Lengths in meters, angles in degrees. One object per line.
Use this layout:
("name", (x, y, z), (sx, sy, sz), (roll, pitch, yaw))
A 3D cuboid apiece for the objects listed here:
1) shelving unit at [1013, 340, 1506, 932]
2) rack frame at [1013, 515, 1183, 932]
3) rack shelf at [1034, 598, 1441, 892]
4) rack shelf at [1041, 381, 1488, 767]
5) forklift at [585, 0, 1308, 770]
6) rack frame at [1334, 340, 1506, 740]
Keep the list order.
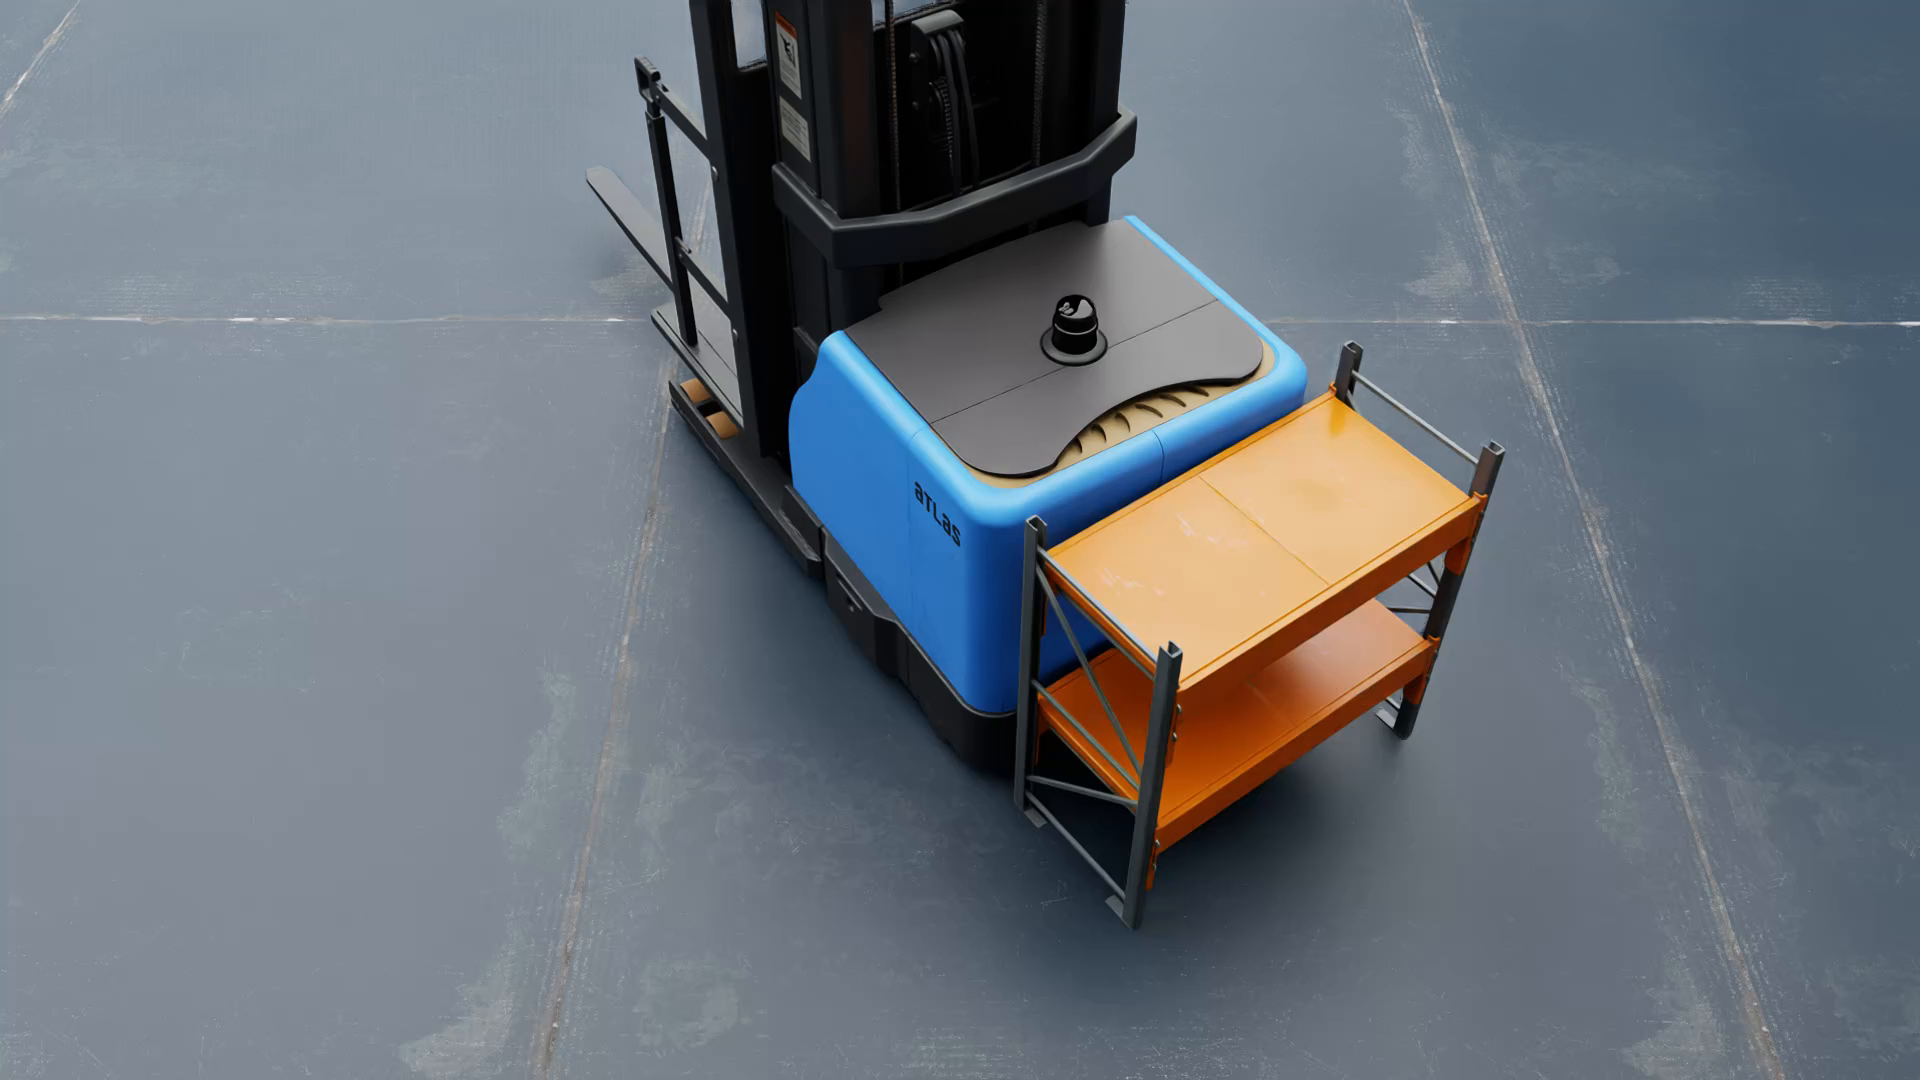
("shelving unit", (0.716, 0.255, 4.244), (1.048, 1.125, 0.538), (-29, 53, -24))
("rack frame", (0.309, 0.478, 4.037), (0.032, 1.125, 0.500), (-29, 53, -24))
("rack shelf", (0.716, 0.421, 4.423), (1.000, 0.278, 0.538), (-29, 53, -24))
("rack shelf", (0.716, 0.055, 4.030), (1.000, 0.278, 0.538), (-29, 53, -24))
("forklift", (-0.311, -1.429, 4.578), (1.130, 2.935, 3.031), (-25, 52, -21))
("rack frame", (1.122, 0.032, 4.452), (0.032, 1.125, 0.500), (-29, 53, -24))
